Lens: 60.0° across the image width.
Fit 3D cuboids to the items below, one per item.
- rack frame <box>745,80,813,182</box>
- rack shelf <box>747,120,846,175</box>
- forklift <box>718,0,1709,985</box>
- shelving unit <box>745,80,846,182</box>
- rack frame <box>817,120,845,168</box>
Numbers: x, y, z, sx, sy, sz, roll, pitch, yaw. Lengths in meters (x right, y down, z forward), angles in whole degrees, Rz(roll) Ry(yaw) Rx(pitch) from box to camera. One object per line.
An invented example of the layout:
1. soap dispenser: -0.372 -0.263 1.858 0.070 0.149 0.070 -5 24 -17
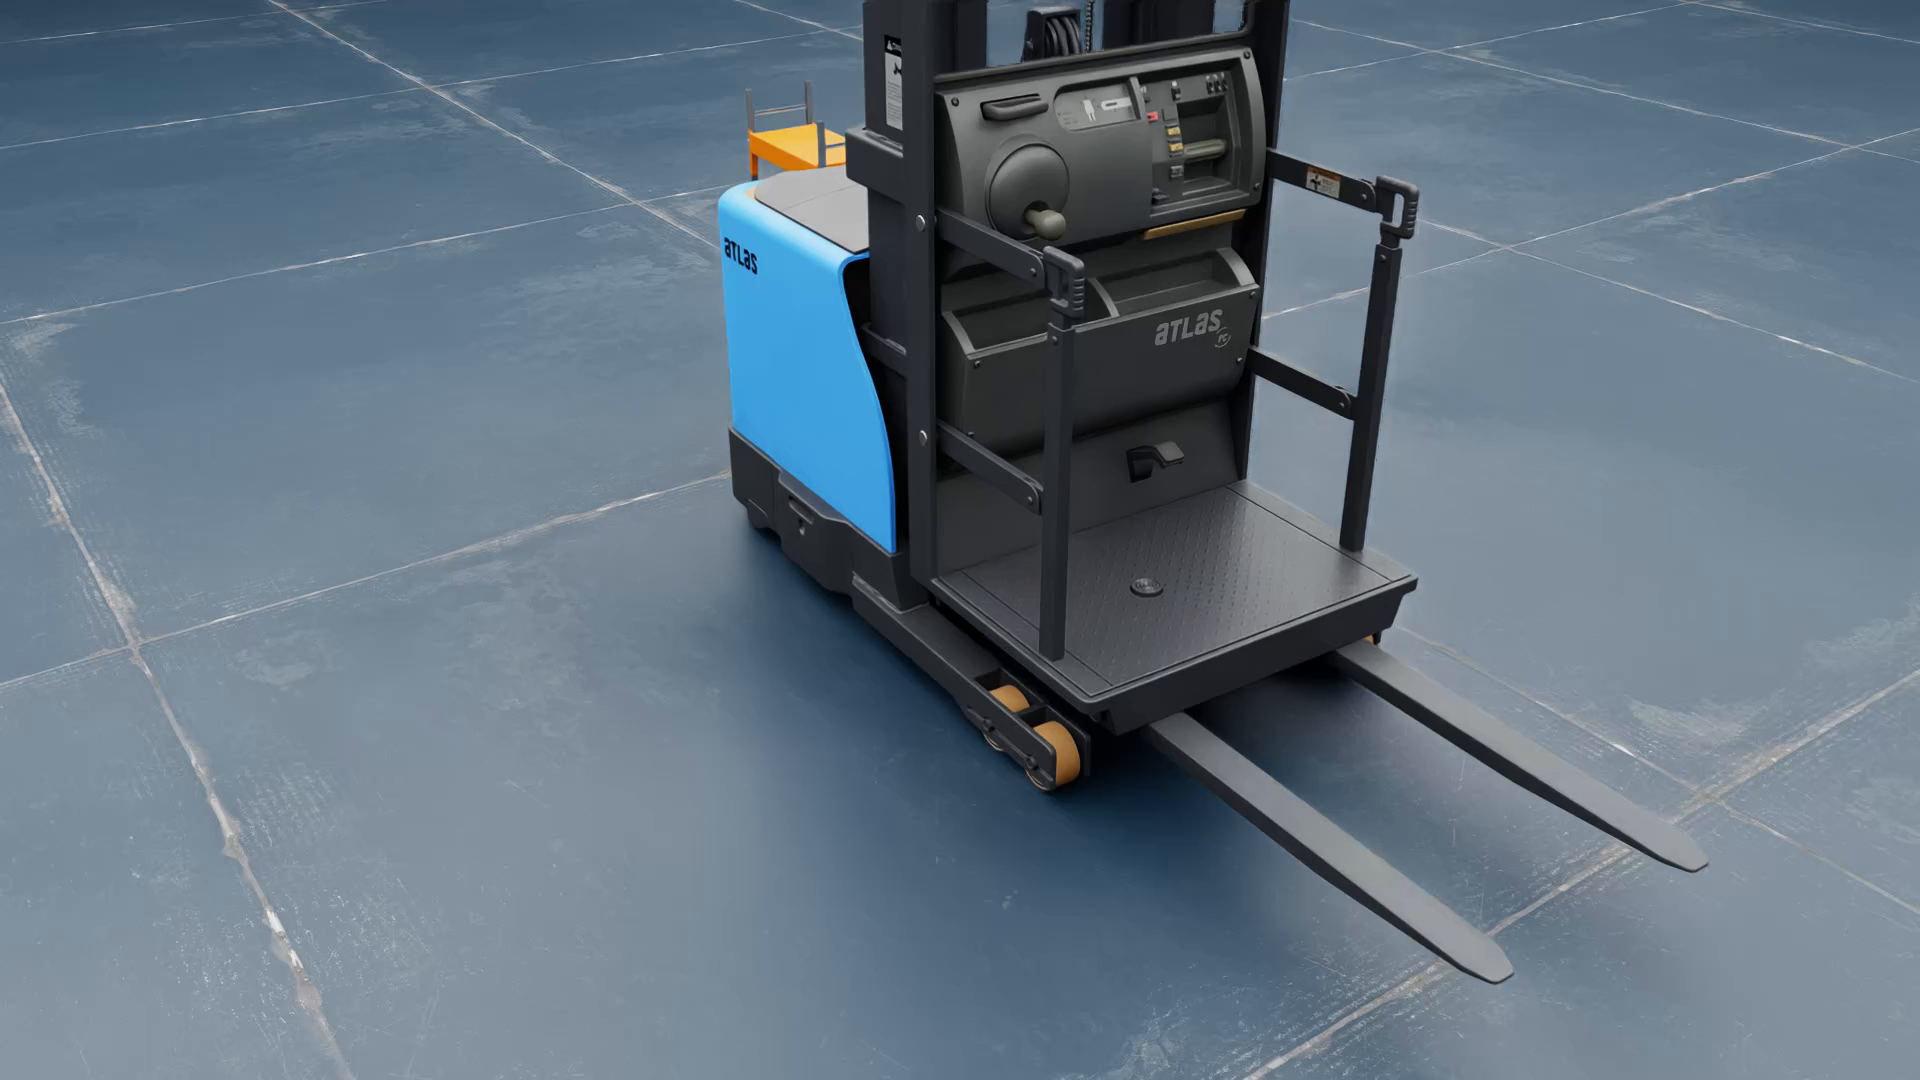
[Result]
1. rack frame: -0.602 -0.982 5.801 0.240 1.200 0.015 -17 33 -29
2. rack shelf: -0.469 -1.230 5.434 0.258 0.148 0.480 -17 33 -29
3. forklift: 0.488 -0.929 3.889 1.130 2.935 3.031 -17 33 -29
4. shelving unit: -0.469 -0.884 5.621 0.258 1.200 0.503 -17 33 -29
5. rack frame: -0.336 -0.787 5.441 0.240 1.200 0.015 -17 33 -29
